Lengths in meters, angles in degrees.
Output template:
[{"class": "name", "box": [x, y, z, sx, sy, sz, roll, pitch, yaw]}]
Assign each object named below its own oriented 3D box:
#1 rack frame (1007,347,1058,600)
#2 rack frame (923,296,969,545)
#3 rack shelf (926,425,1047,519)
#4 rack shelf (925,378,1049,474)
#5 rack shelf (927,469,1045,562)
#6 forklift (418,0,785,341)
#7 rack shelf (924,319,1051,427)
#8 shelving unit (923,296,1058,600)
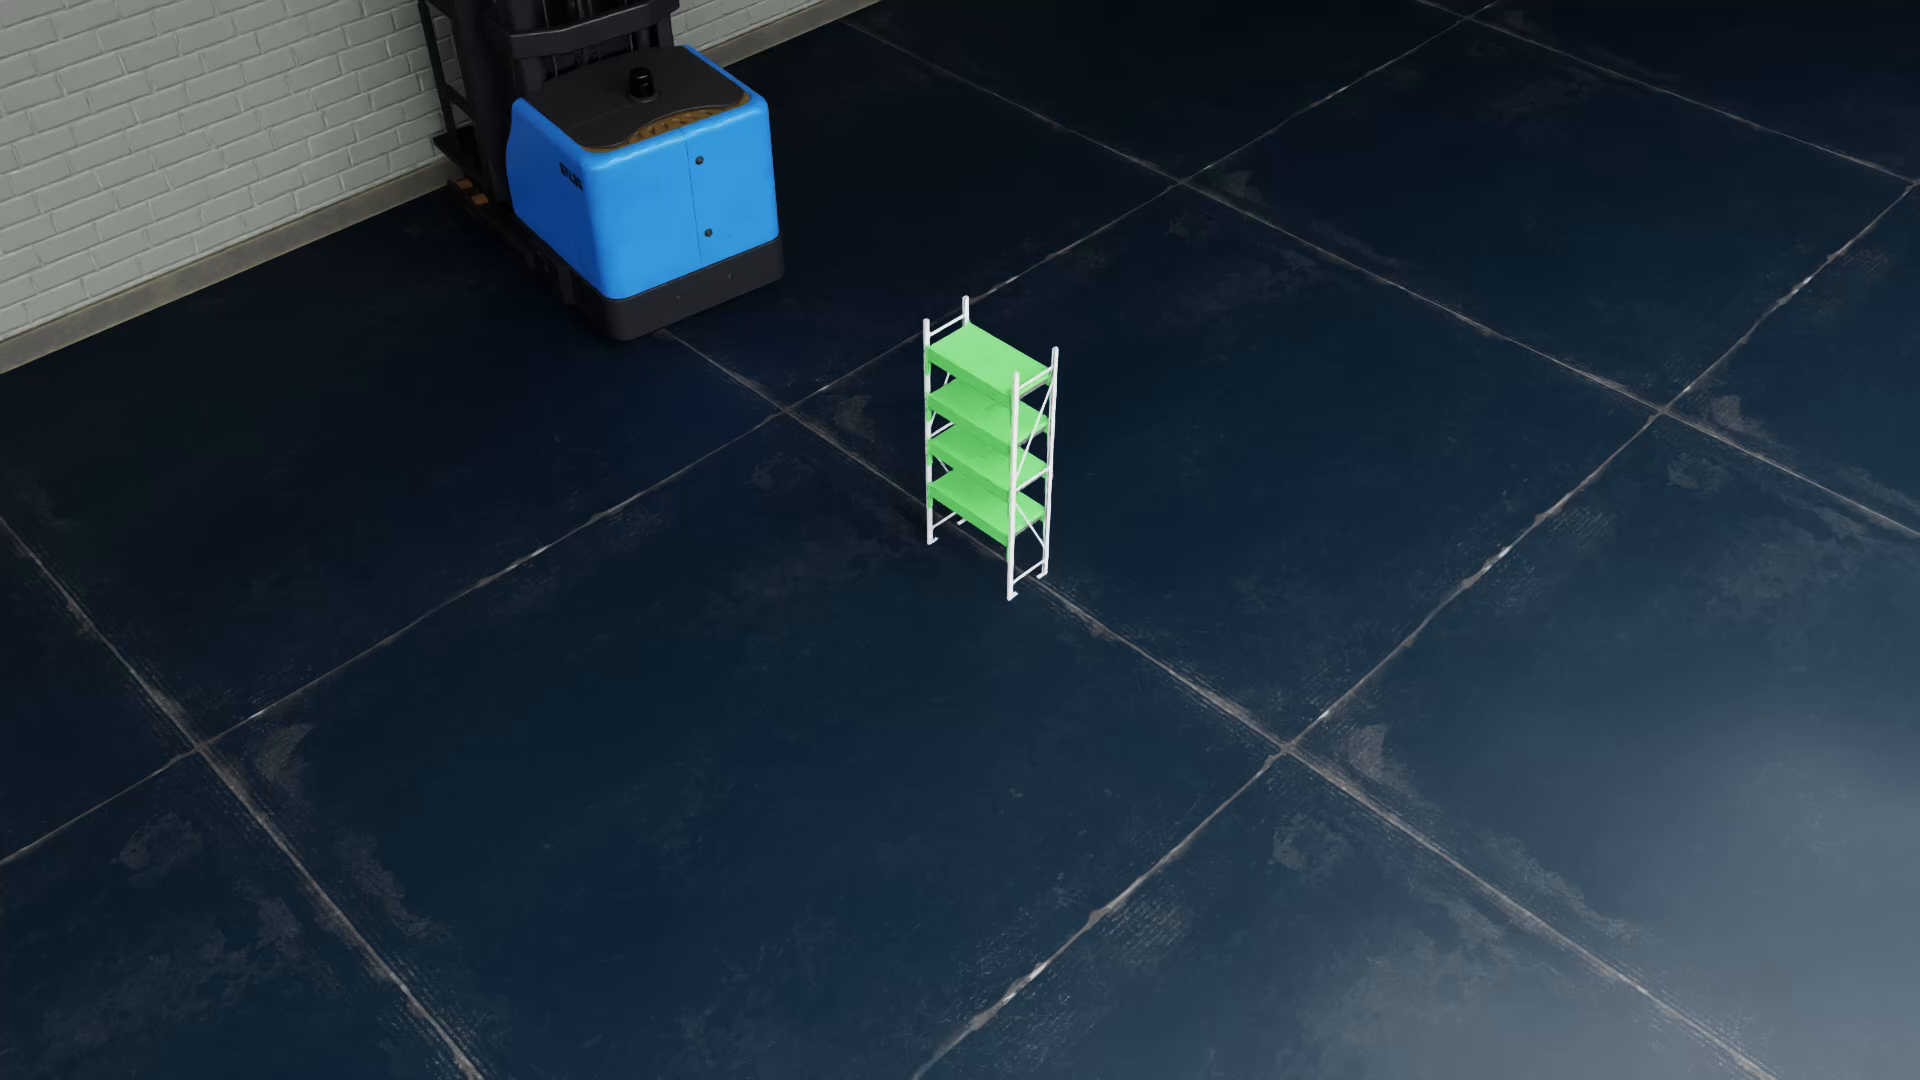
[{"class": "rack frame", "box": [0.289, -0.244, 6.747, 0.240, 1.200, 0.015, -34, 53, -31]}, {"class": "rack frame", "box": [-0.055, -0.478, 7.001, 0.240, 1.200, 0.015, -34, 53, -31]}, {"class": "rack shelf", "box": [0.117, -0.314, 6.917, 0.258, 0.148, 0.480, -34, 53, -31]}, {"class": "rack shelf", "box": [0.117, -0.490, 6.755, 0.258, 0.148, 0.480, -34, 53, -31]}, {"class": "rack shelf", "box": [0.117, -0.138, 7.080, 0.258, 0.148, 0.480, -34, 53, -31]}, {"class": "forklift", "box": [-2.222, -3.025, 8.481, 1.130, 2.935, 3.031, -28, 49, -27]}, {"class": "rack shelf", "box": [0.117, -0.667, 6.592, 0.258, 0.148, 0.480, -34, 53, -31]}, {"class": "shelving unit", "box": [0.117, -0.361, 6.874, 0.258, 1.200, 0.503, -34, 53, -31]}]
